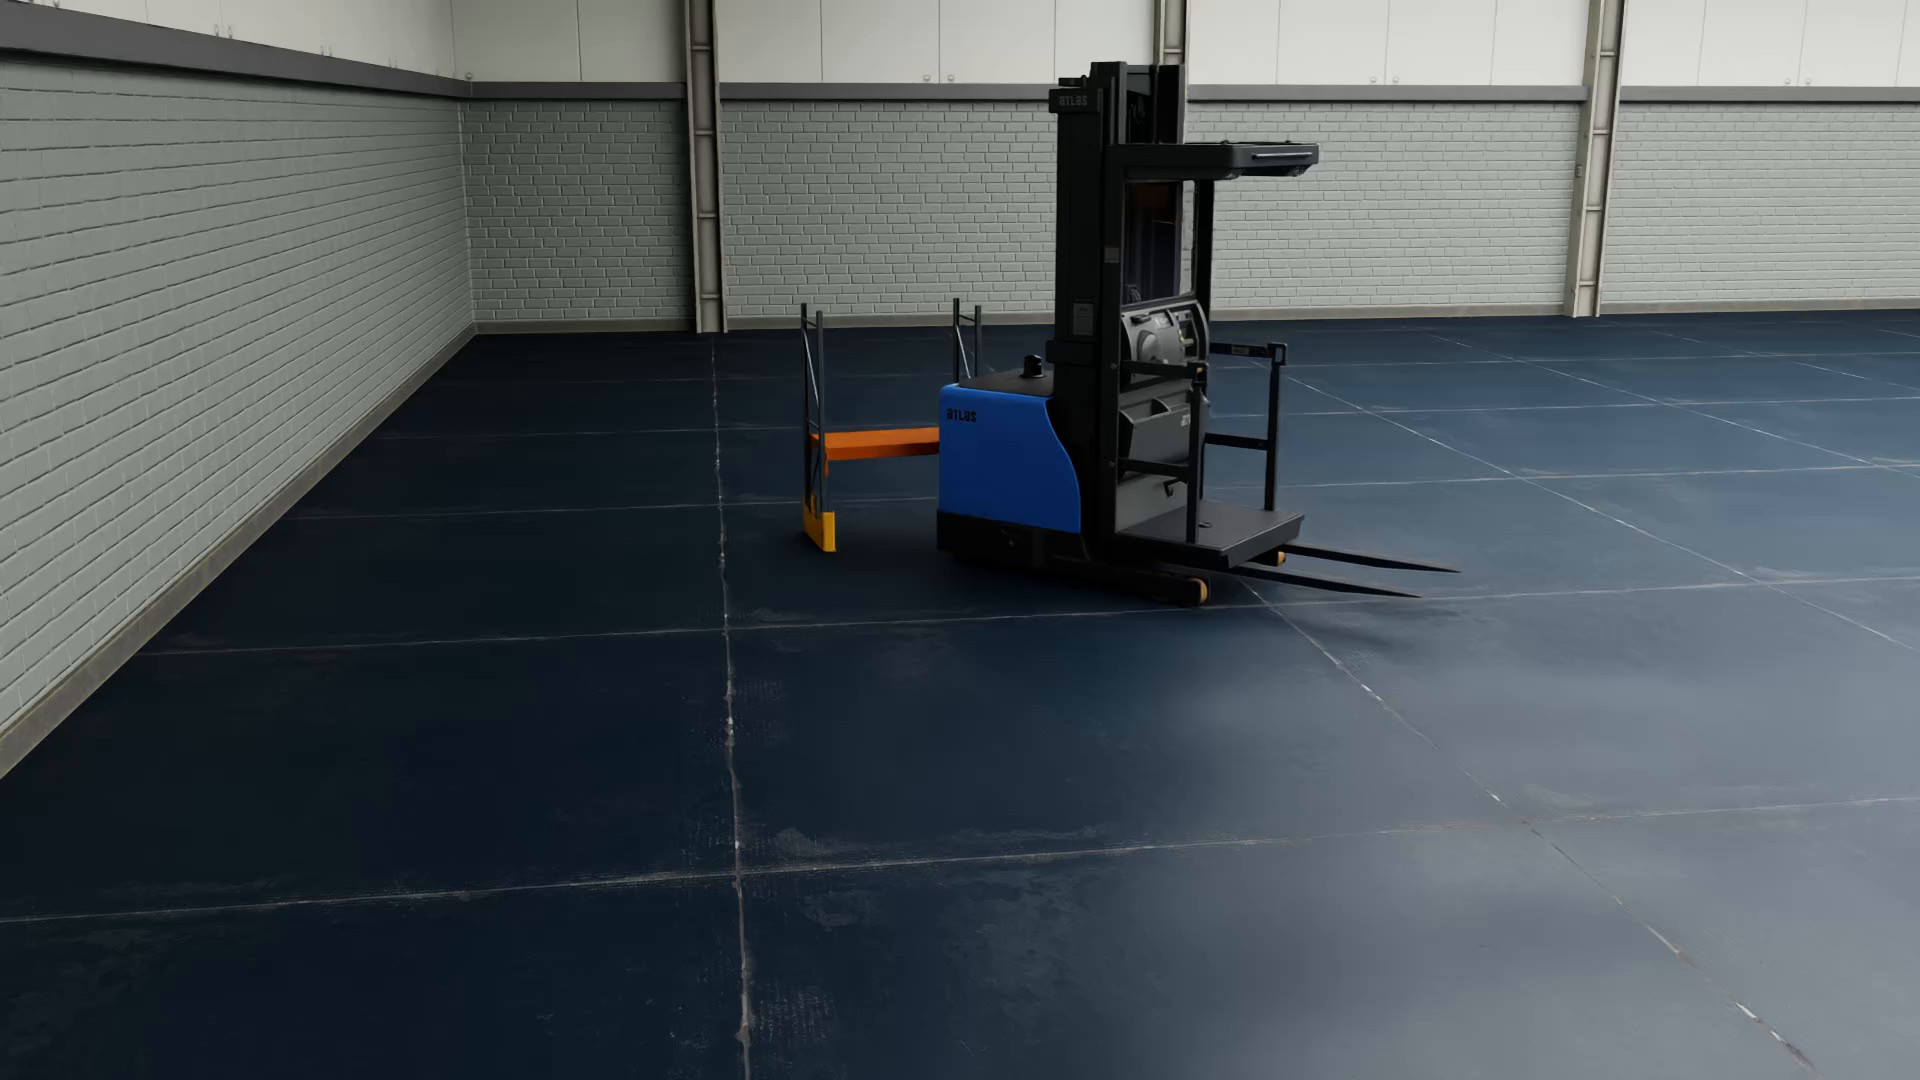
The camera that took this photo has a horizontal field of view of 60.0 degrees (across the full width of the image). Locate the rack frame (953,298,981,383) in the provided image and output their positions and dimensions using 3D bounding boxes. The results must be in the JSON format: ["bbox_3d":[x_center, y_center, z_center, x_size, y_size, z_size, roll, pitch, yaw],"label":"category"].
[{"bbox_3d":[0.045,-0.797,10.818,0.032,1.500,0.500,-4,15,-17],"label":"rack frame"}]

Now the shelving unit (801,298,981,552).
[{"bbox_3d":[-0.431,-0.761,10.673,1.083,1.500,0.587,-4,15,-17],"label":"shelving unit"}]

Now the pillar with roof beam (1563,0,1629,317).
[{"bbox_3d":[9.304,-6.462,17.989,0.400,9.000,9.100,-2,14,-8],"label":"pillar with roof beam"}]

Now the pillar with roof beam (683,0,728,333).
[{"bbox_3d":[-2.562,-6.027,16.255,0.400,9.000,9.100,-2,14,-8],"label":"pillar with roof beam"}]

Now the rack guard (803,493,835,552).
[{"bbox_3d":[-0.906,-0.119,10.681,0.087,0.250,0.587,-4,15,-17],"label":"rack guard"}]

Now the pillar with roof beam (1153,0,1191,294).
[{"bbox_3d":[3.371,-6.244,17.122,0.400,9.000,9.100,-2,14,-8],"label":"pillar with roof beam"}]

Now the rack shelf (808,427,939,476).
[{"bbox_3d":[-0.440,-0.586,10.714,1.000,0.185,0.538,-4,15,-17],"label":"rack shelf"}]

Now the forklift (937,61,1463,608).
[{"bbox_3d":[1.352,-1.193,9.452,3.031,2.935,1.130,10,17,34],"label":"forklift"}]

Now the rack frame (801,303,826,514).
[{"bbox_3d":[-0.925,-0.723,10.523,0.032,1.500,0.500,-4,15,-17],"label":"rack frame"}]
